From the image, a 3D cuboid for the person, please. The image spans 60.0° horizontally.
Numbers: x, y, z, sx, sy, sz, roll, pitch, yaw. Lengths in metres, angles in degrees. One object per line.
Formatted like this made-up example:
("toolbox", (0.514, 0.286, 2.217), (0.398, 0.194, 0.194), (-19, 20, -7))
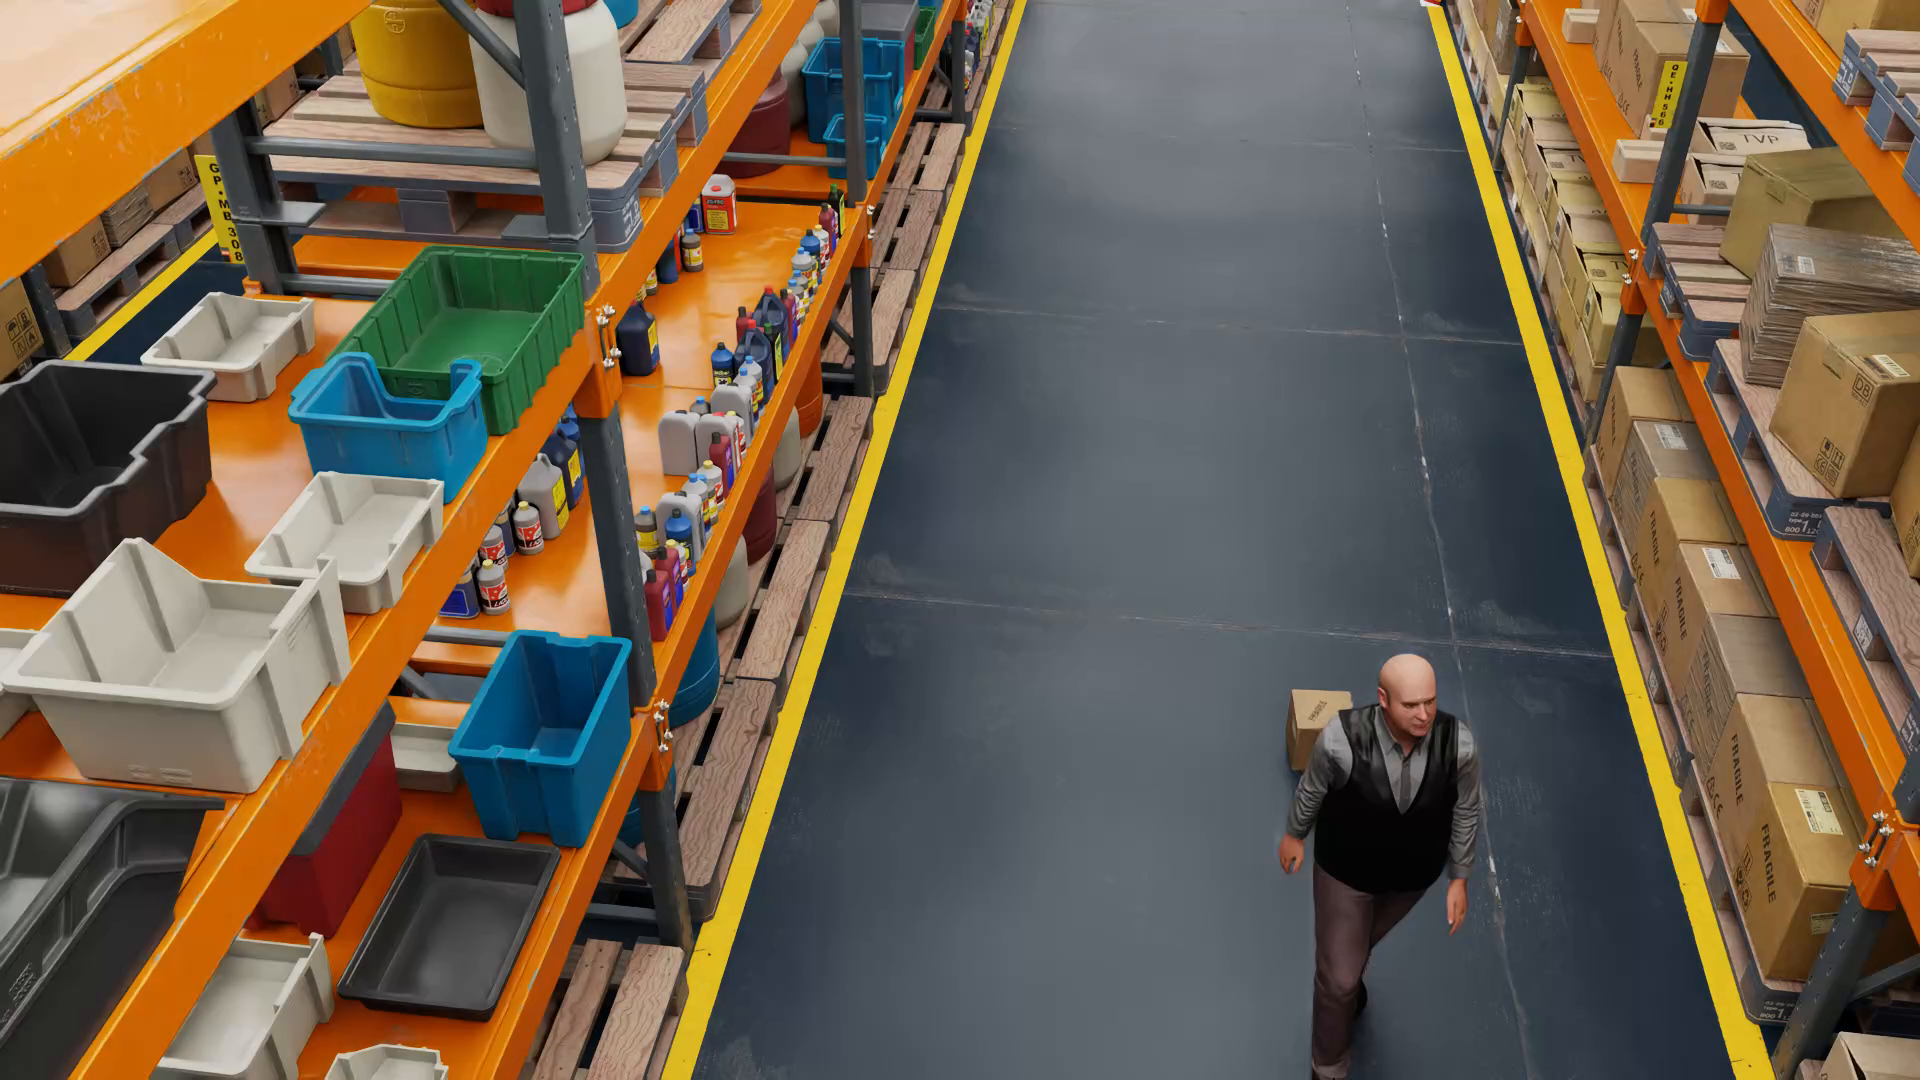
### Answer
("person", (1.395, 1.128, 5.514), (0.580, 1.747, 0.803), (-3, 36, -4))
